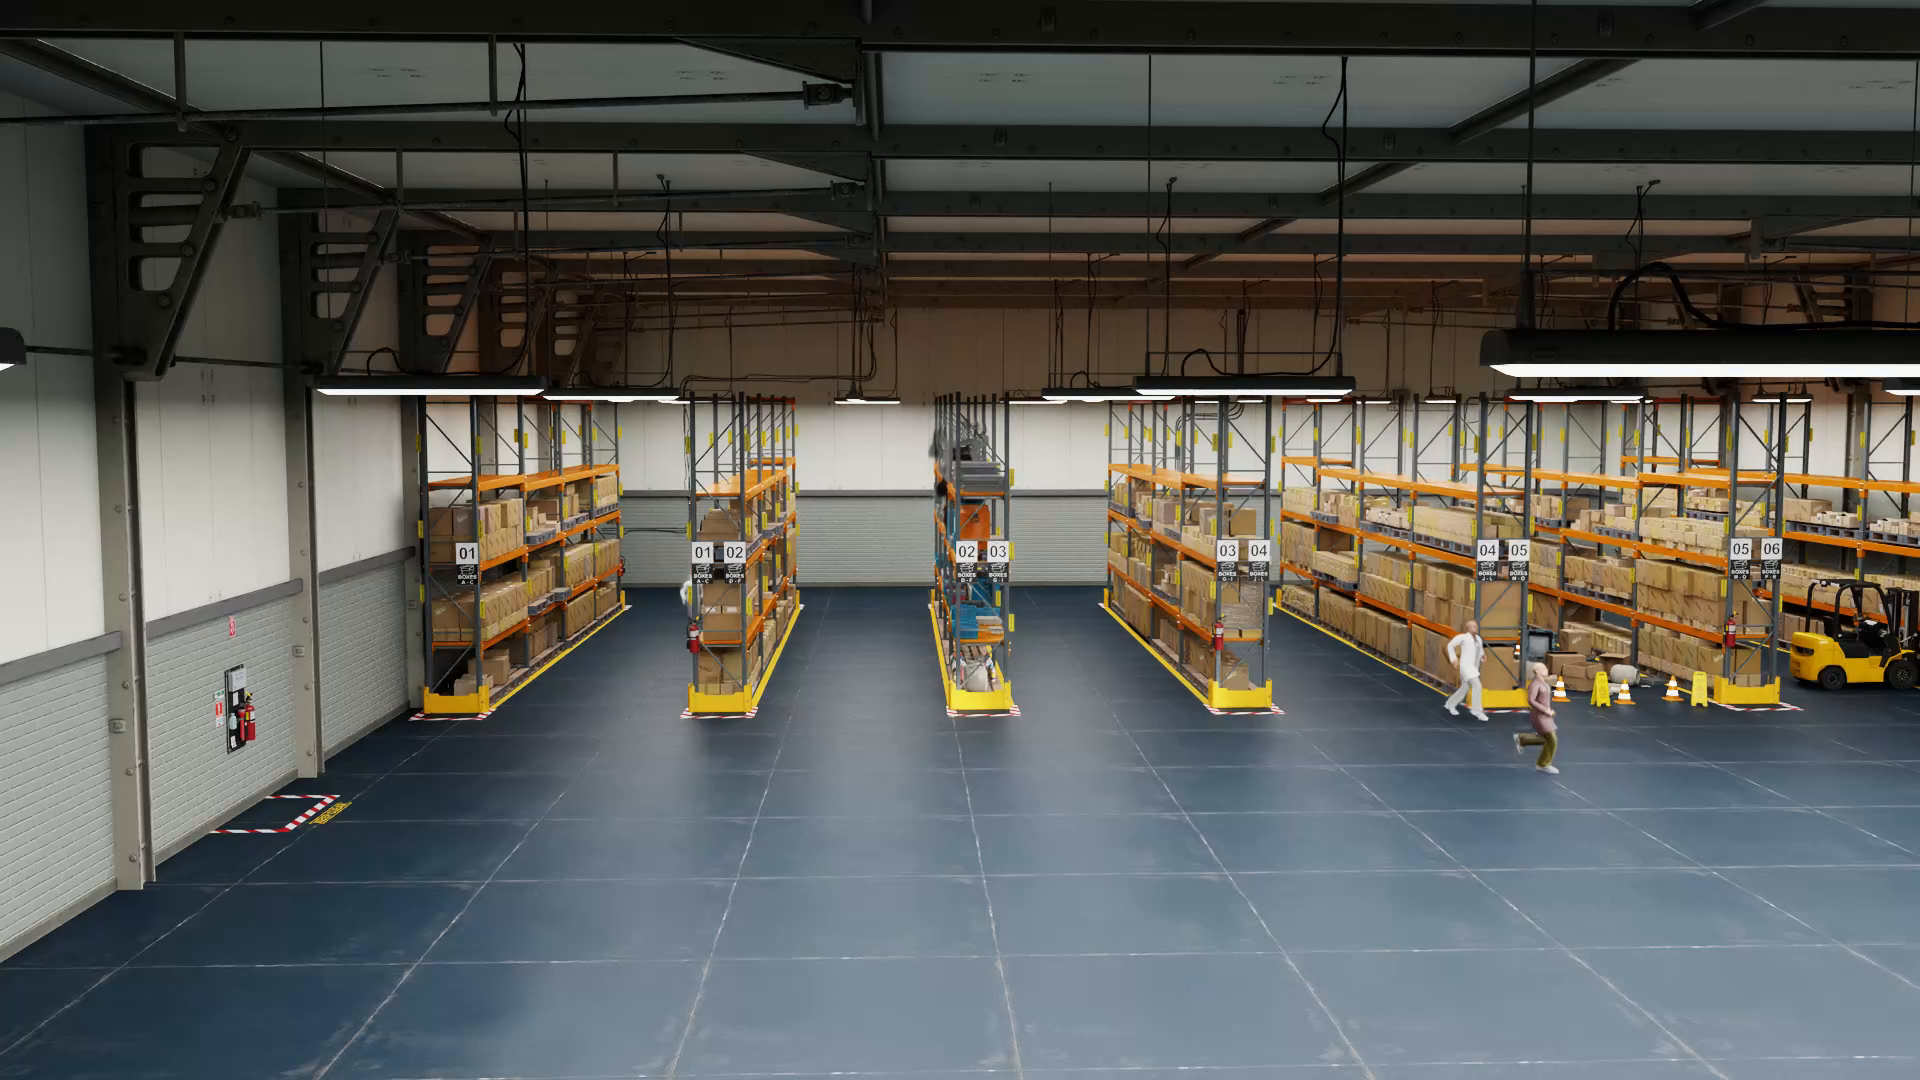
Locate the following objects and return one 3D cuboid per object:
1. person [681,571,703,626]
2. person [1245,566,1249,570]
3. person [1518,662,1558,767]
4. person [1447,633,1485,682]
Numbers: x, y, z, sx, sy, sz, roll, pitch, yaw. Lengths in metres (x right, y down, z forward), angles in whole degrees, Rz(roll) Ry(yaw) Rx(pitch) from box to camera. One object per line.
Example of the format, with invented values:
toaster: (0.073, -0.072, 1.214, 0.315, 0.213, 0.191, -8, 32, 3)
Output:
person: (-6.655, 1.533, 41.482, 0.586, 1.589, 0.560, -1, 5, -13)
person: (8.298, 1.165, 48.587, 0.718, 1.431, 0.701, -4, 6, -38)
person: (9.103, 2.843, 26.176, 0.616, 1.443, 0.730, 2, 5, 26)
person: (9.407, 2.163, 30.646, 0.684, 0.932, 0.606, -4, 6, -41)
